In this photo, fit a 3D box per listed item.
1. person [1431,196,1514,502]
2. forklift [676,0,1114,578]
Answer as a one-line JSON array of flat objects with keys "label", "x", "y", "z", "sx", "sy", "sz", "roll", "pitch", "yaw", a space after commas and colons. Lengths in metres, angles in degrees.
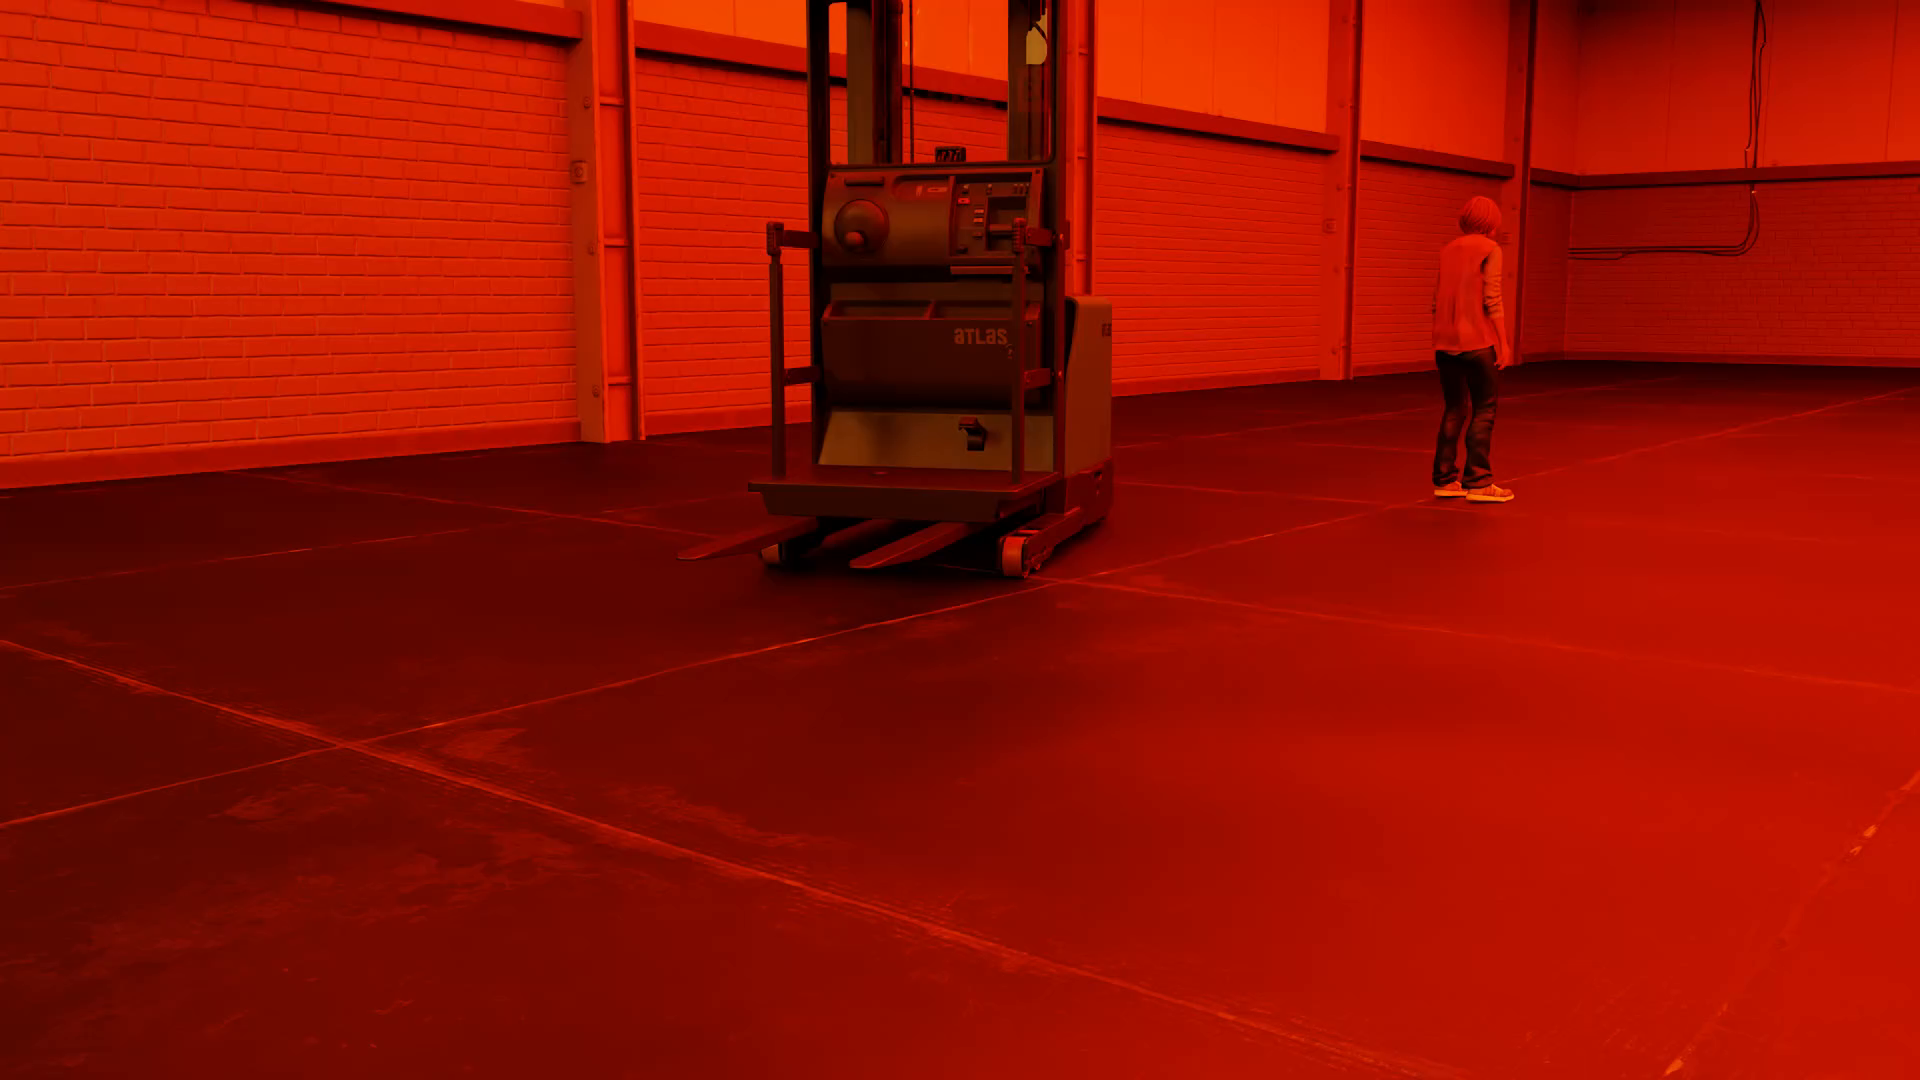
[{"label": "person", "x": 2.693, "y": -1.009, "z": 8.801, "sx": 0.346, "sy": 1.593, "sz": 0.478, "roll": -5, "pitch": 10, "yaw": -29}, {"label": "forklift", "x": -0.176, "y": -1.366, "z": 6.616, "sx": 1.130, "sy": 2.935, "sz": 3.031, "roll": 3, "pitch": 9, "yaw": 17}]
